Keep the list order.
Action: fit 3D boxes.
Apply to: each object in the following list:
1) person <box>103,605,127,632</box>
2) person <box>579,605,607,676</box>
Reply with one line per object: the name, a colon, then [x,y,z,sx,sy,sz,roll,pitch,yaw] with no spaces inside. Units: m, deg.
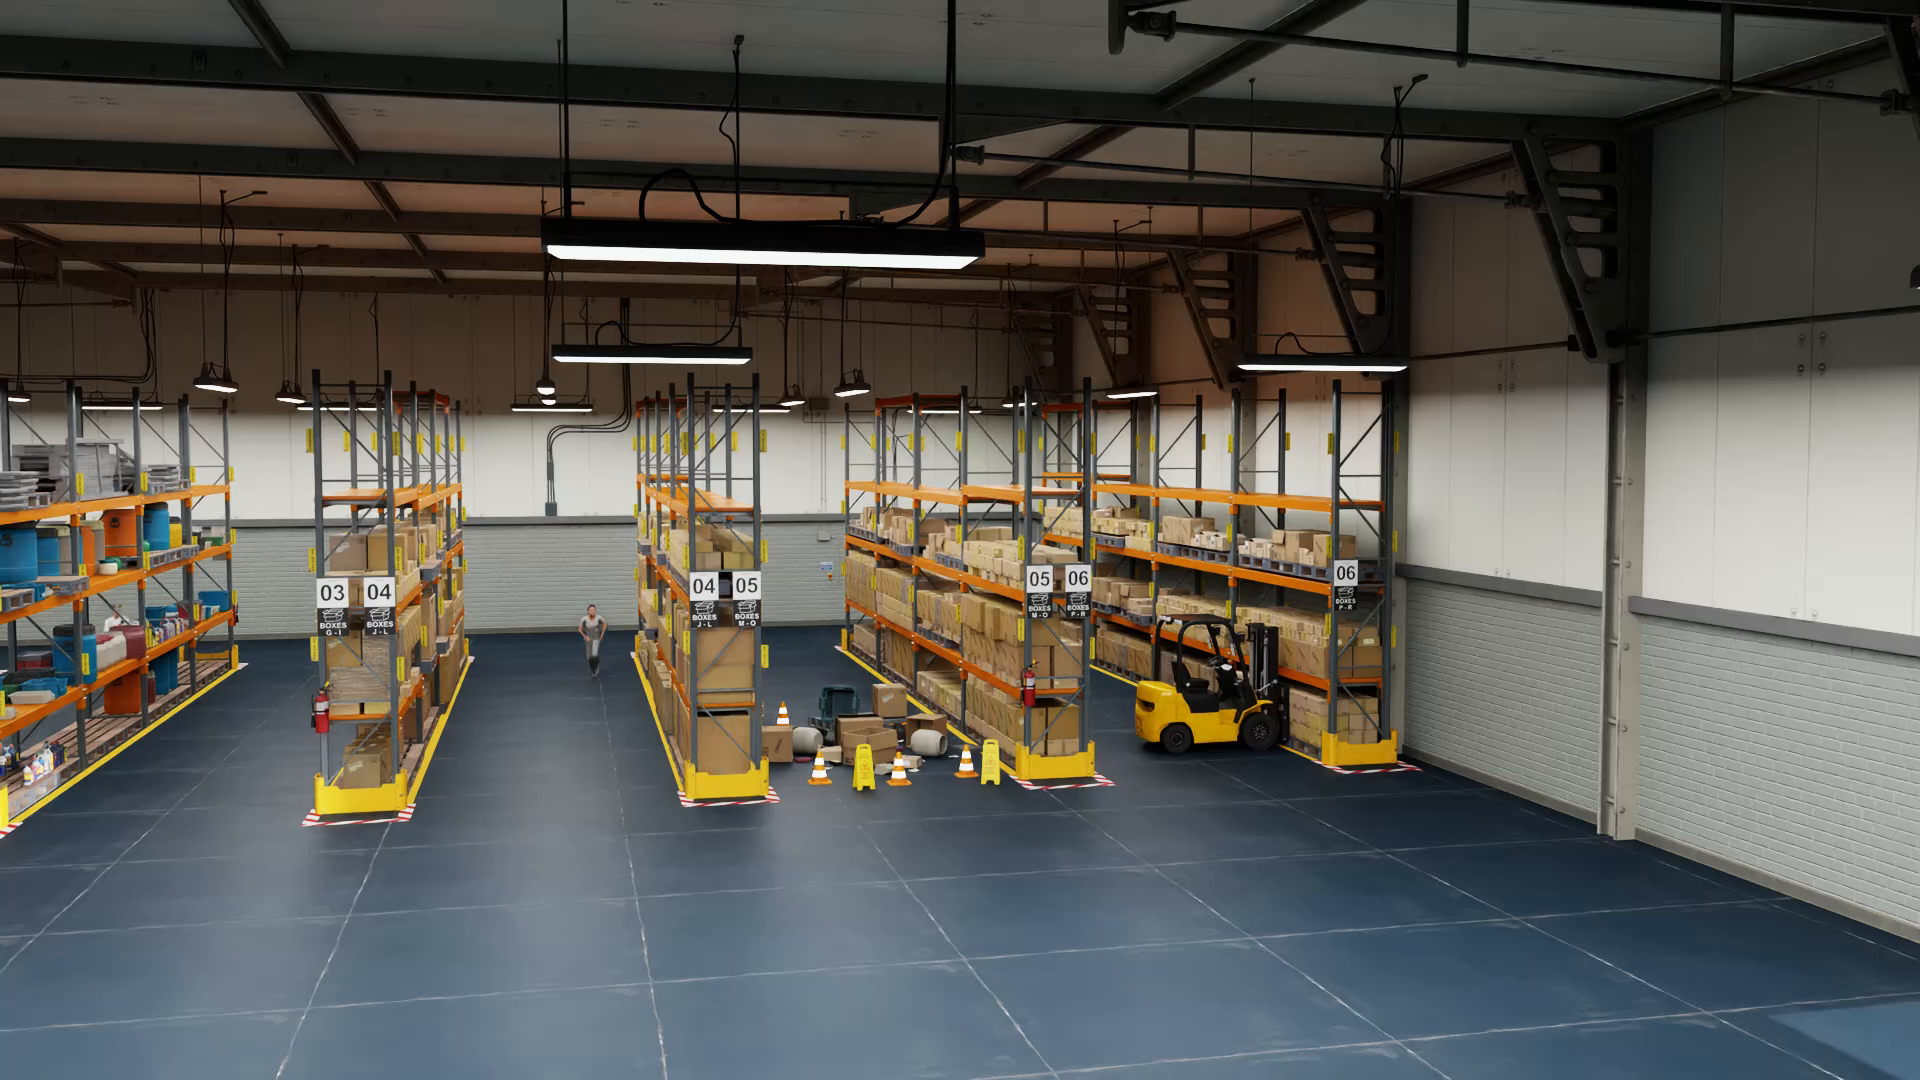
person: [-17.682,2.155,34.815,0.464,1.617,1.028,-1,3,-10]
person: [-7.870,2.156,35.665,0.543,1.581,0.703,0,3,-1]
